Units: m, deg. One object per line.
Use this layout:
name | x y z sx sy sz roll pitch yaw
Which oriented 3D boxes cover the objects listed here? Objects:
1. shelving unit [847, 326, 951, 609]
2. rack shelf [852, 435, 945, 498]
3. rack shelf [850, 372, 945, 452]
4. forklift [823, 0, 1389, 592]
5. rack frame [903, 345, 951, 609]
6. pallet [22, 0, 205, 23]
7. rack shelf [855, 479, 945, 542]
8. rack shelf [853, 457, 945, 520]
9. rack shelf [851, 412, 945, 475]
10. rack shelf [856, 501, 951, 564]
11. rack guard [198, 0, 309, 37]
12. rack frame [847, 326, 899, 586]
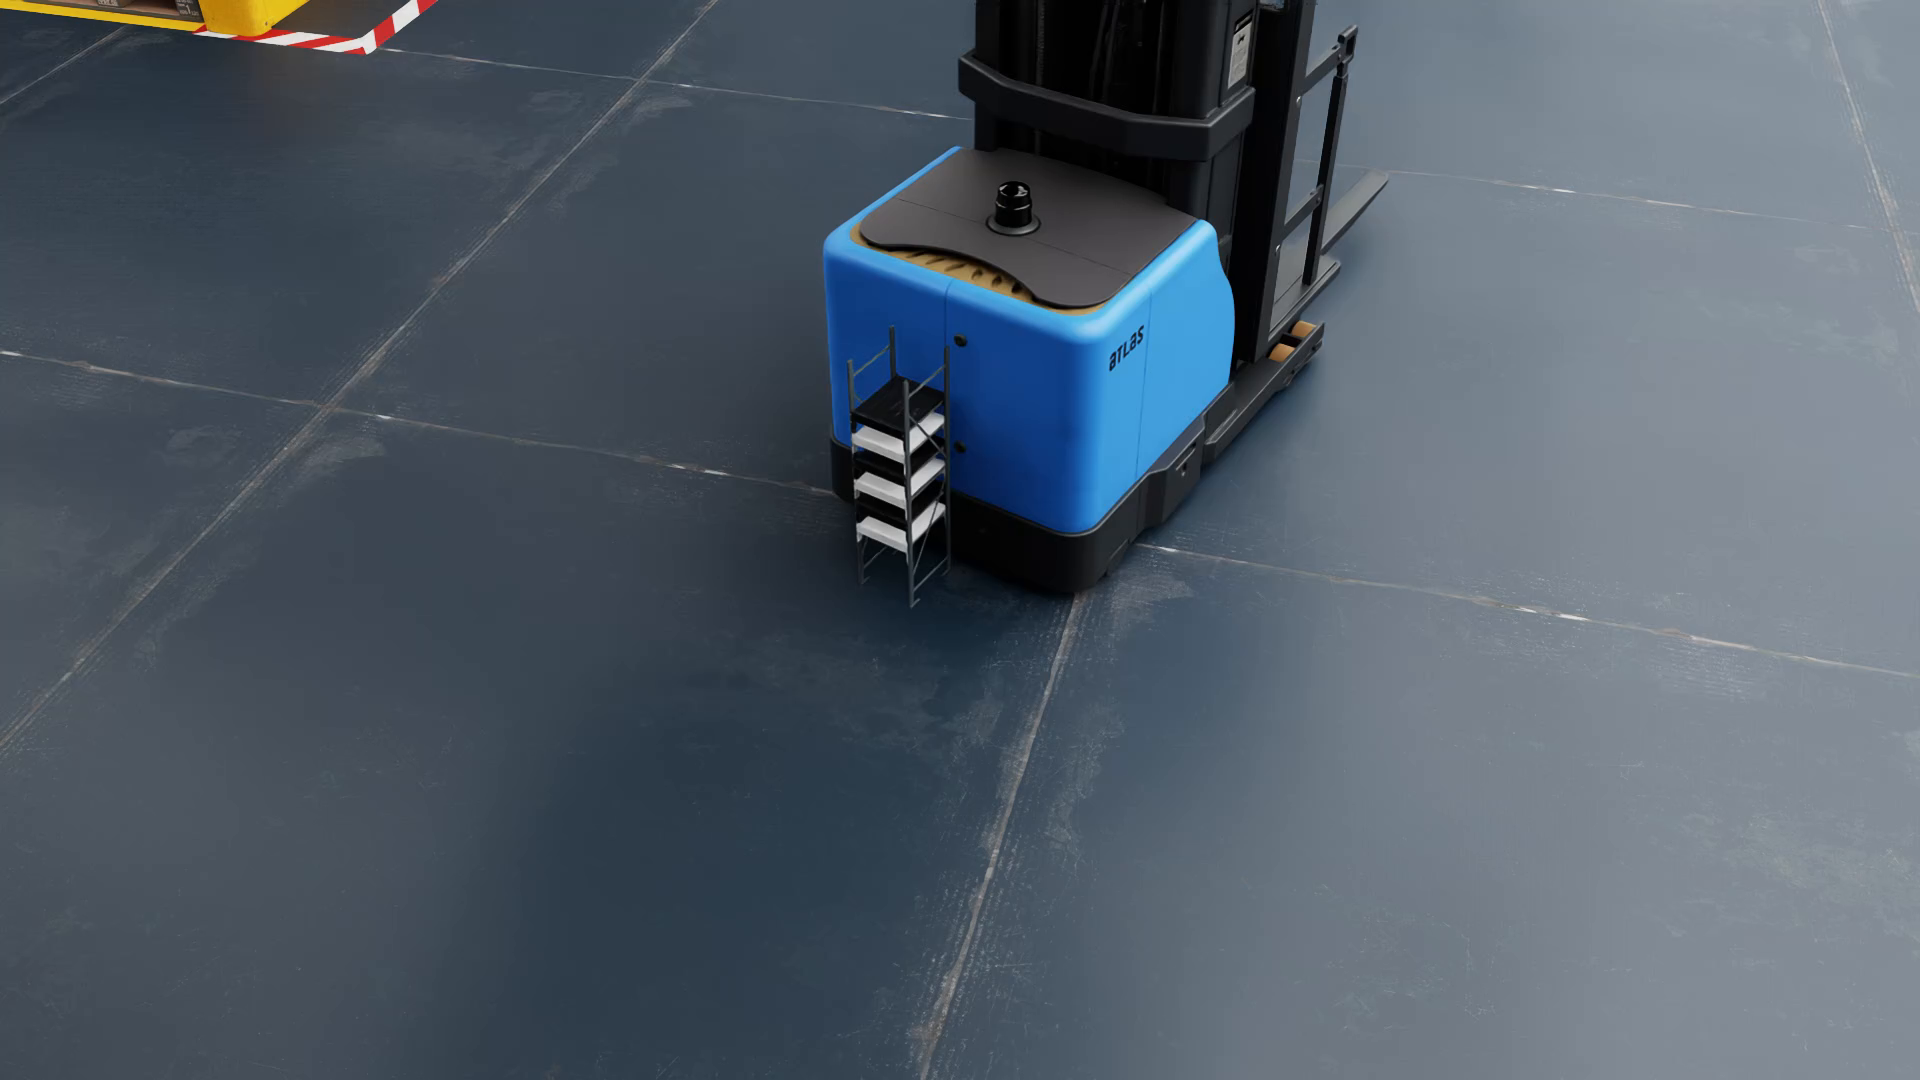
shelving unit | -0.185 -0.218 5.309 0.210 0.900 0.258 23 45 25
rack shelf | -0.185 -0.261 5.273 0.200 0.077 0.258 23 45 25
rack shelf | -0.185 -0.399 5.157 0.200 0.077 0.258 23 45 25
forklift | 0.780 -1.868 5.695 1.130 2.935 3.031 23 45 25
rack frame | -0.100 -0.182 5.267 0.006 0.900 0.240 23 45 25
pallet | -4.589 -3.321 9.541 1.213 0.211 1.003 10 41 11
rack shelf | -0.185 -0.124 5.389 0.200 0.077 0.258 23 45 25
rack shelf | -0.185 -0.193 5.331 0.200 0.077 0.258 23 45 25
rack shelf | -0.185 -0.330 5.215 0.200 0.077 0.258 23 45 25
rack shelf | -0.185 -0.055 5.447 0.200 0.077 0.258 23 45 25
rack guard | -3.806 -3.294 9.283 0.348 0.500 1.175 10 41 11
rack frame | -0.270 -0.254 5.352 0.006 0.900 0.240 23 45 25
